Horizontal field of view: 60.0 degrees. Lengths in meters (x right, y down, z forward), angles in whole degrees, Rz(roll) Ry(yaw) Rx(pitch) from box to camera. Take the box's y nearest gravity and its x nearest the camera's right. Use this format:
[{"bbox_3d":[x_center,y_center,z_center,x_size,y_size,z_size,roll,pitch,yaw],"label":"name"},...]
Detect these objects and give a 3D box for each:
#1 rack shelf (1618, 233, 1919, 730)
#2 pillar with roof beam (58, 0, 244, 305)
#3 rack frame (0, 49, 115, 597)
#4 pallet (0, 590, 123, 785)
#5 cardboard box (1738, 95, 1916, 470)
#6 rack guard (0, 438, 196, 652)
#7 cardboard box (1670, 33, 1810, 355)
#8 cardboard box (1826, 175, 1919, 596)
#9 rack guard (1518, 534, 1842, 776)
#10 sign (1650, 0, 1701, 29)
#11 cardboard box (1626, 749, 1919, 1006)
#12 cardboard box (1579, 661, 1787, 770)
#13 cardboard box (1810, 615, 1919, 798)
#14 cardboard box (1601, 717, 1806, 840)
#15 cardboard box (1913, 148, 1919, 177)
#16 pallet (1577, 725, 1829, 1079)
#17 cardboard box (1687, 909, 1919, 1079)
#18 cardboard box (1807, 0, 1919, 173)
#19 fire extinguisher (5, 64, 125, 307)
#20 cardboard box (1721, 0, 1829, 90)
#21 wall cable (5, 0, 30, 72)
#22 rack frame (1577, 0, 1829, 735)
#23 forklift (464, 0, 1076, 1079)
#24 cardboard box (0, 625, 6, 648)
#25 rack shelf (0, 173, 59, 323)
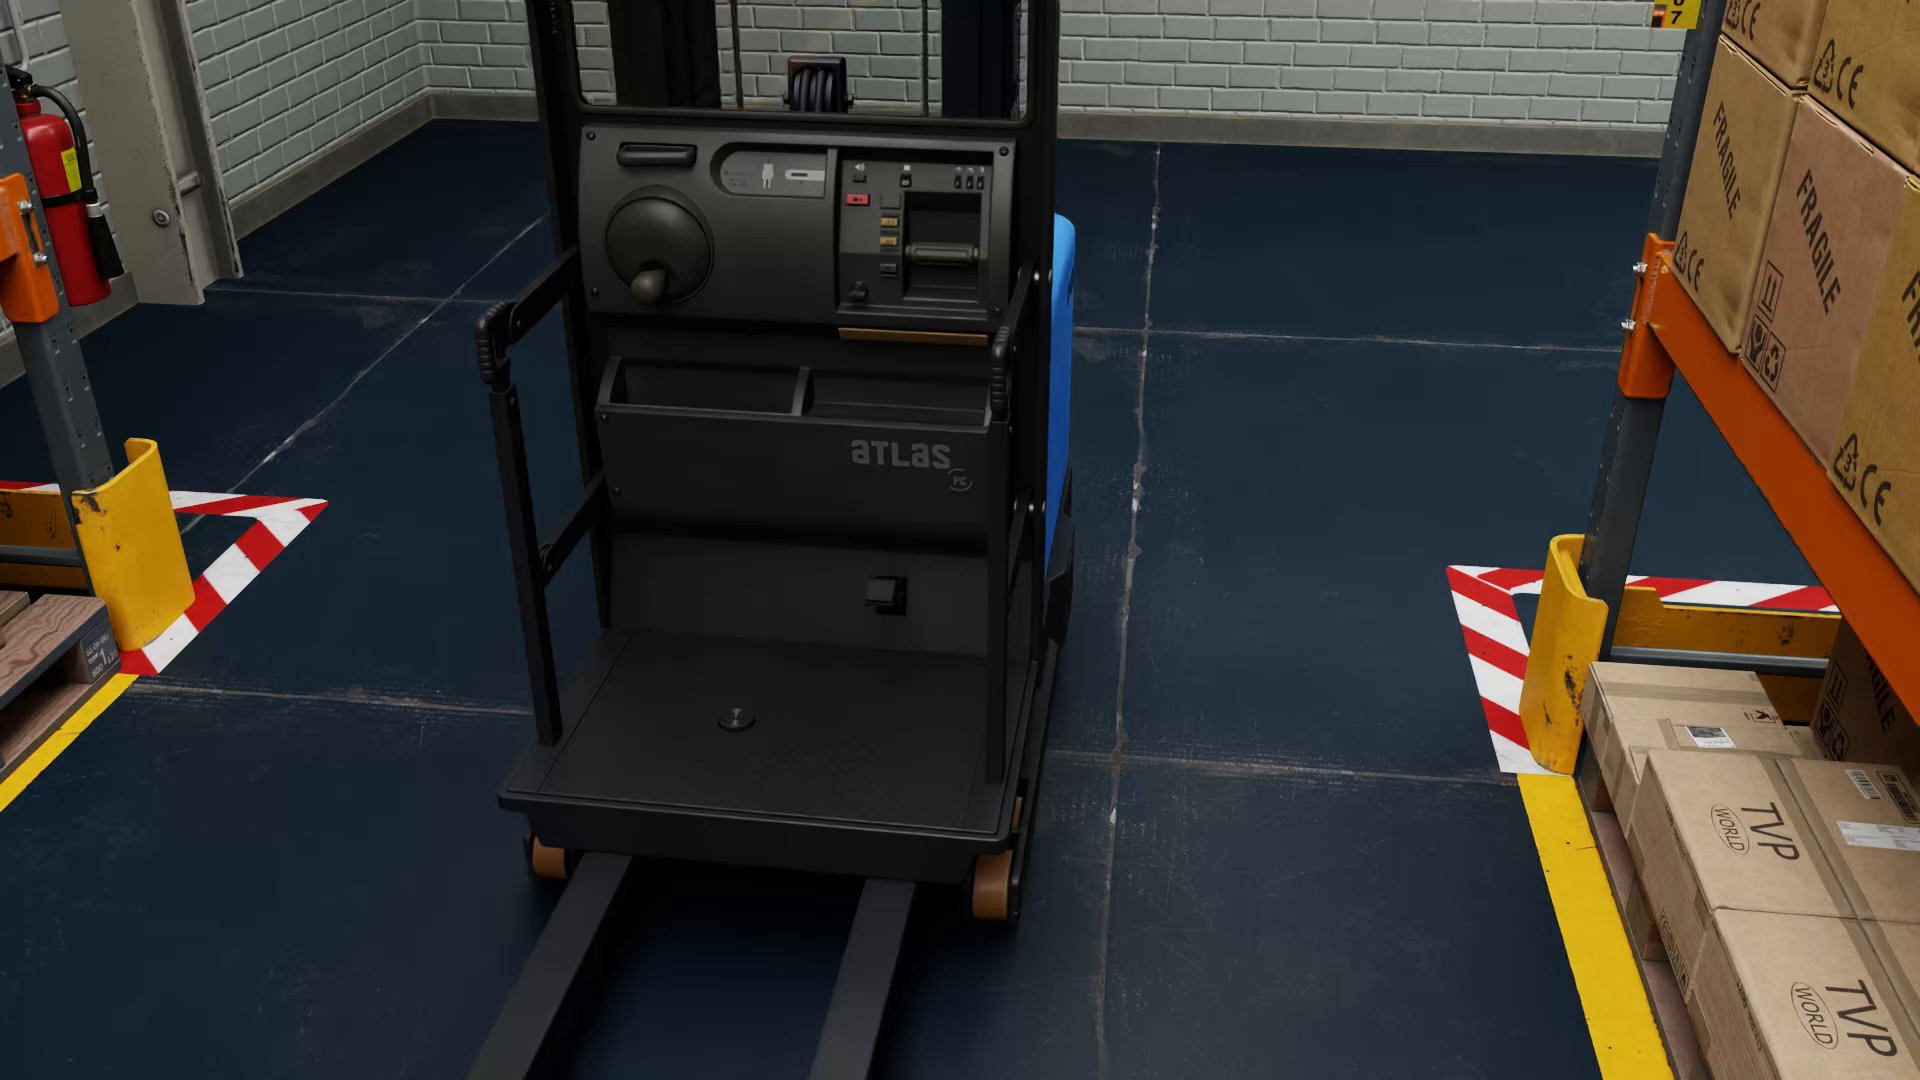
[{"bbox_3d":[1.814,0.439,2.032,1.077,0.370,4.000,3,28,6],"label":"rack shelf"},{"bbox_3d":[0.887,-4.818,4.705,9.100,9.000,0.400,3,28,6],"label":"pillar with roof beam"},{"bbox_3d":[-2.858,-1.106,4.140,1.000,3.000,0.127,3,28,6],"label":"rack frame"},{"bbox_3d":[-2.878,0.503,4.094,1.003,0.211,1.213,3,28,6],"label":"pallet"},{"bbox_3d":[1.685,-0.427,2.774,0.500,0.500,0.500,3,28,6],"label":"cardboard box"},{"bbox_3d":[-2.855,-0.017,4.754,1.175,0.500,0.348,3,28,6],"label":"rack guard"},{"bbox_3d":[1.743,-0.670,3.226,0.500,0.500,0.500,4,29,7],"label":"cardboard box"},{"bbox_3d":[1.620,-0.191,2.336,0.500,0.500,0.500,3,28,6],"label":"cardboard box"},{"bbox_3d":[2.049,0.317,4.135,1.175,0.500,0.348,3,28,6],"label":"rack guard"},{"bbox_3d":[1.520,-1.232,3.462,0.100,0.325,0.005,3,28,6],"label":"sign"},{"bbox_3d":[1.649,0.672,3.275,0.500,0.250,0.500,3,28,6],"label":"cardboard box"},{"bbox_3d":[1.666,0.419,3.852,0.380,0.149,0.250,3,28,6],"label":"cardboard box"},{"bbox_3d":[2.237,0.357,3.596,0.500,0.500,0.500,3,28,6],"label":"cardboard box"},{"bbox_3d":[1.636,0.529,3.629,0.380,0.166,0.250,3,28,6],"label":"cardboard box"},{"bbox_3d":[1.620,-0.629,2.094,0.500,0.500,0.500,4,29,7],"label":"cardboard box"},{"bbox_3d":[1.953,0.819,3.507,1.003,0.211,1.213,3,28,6],"label":"pallet"},{"bbox_3d":[1.588,0.907,2.838,0.500,0.250,0.500,3,28,6],"label":"cardboard box"},{"bbox_3d":[1.686,-0.864,2.531,0.500,0.500,0.500,4,29,7],"label":"cardboard box"},{"bbox_3d":[-2.382,-0.952,4.329,0.296,0.674,0.183,3,28,6],"label":"fire extinguisher"},{"bbox_3d":[1.743,-1.110,2.989,0.500,0.500,0.500,4,29,8],"label":"cardboard box"},{"bbox_3d":[-3.640,-2.211,5.120,0.084,1.984,1.851,3,28,6],"label":"wall cable"},{"bbox_3d":[2.059,-0.820,3.609,1.000,3.000,0.127,3,28,6],"label":"rack frame"},{"bbox_3d":[-0.377,-0.625,3.320,1.130,2.935,3.031,4,29,7],"label":"forklift"},{"bbox_3d":[-2.845,0.145,4.011,0.700,0.500,0.500,3,28,6],"label":"cardboard box"},{"bbox_3d":[-3.103,0.152,2.563,1.077,0.370,4.000,3,28,6],"label":"rack shelf"}]
